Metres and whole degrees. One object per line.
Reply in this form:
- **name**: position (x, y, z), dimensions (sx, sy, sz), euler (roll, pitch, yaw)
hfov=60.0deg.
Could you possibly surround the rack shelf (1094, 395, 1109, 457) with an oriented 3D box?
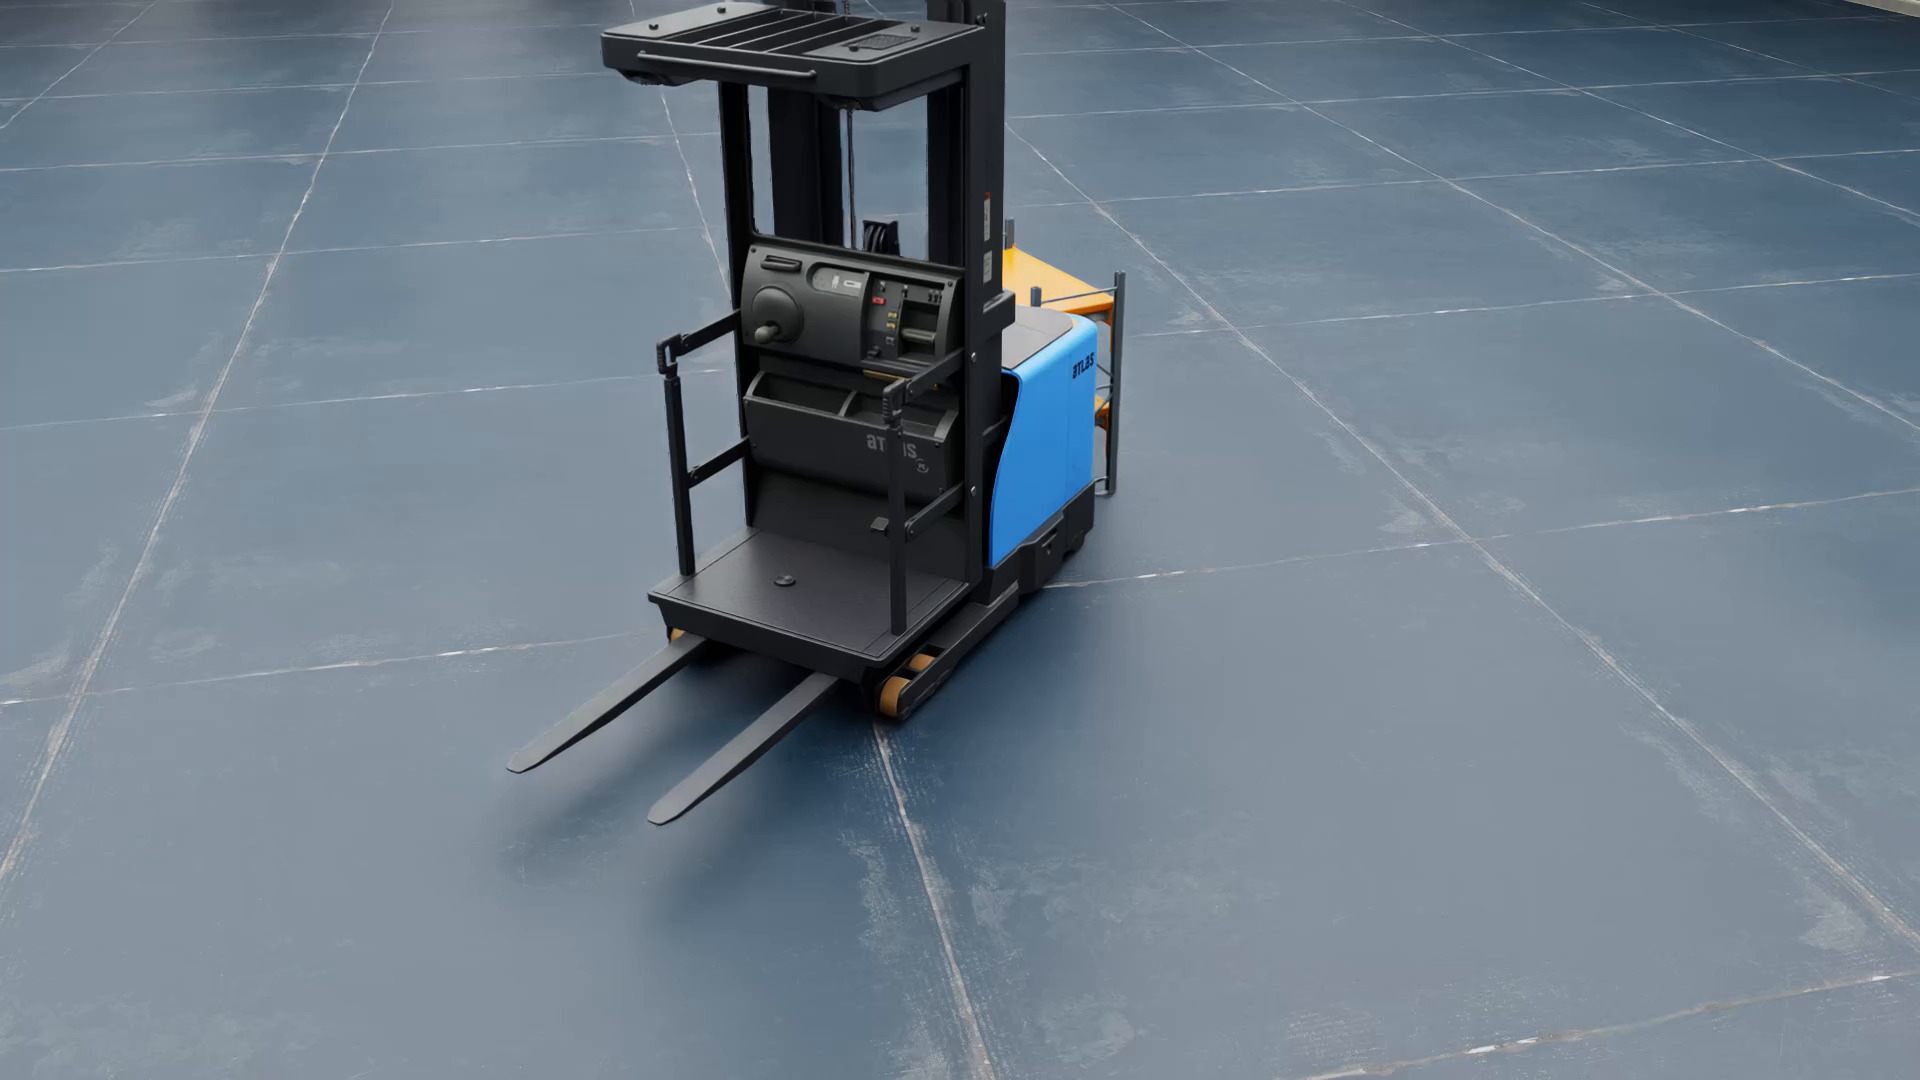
- **rack shelf**: position (0.298, -0.675, 8.381), dimensions (0.538, 0.278, 1.000), euler (-14, 30, -26)

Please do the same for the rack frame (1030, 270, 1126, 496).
- **rack frame**: position (0.544, -0.692, 7.873), dimensions (0.500, 1.125, 0.032), euler (-14, 30, -26)

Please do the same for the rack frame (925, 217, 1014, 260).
- **rack frame**: position (0.053, -1.093, 8.668), dimensions (0.500, 1.125, 0.032), euler (-14, 30, -26)

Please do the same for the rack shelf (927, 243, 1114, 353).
- **rack shelf**: position (0.298, -1.154, 8.139), dimensions (0.538, 0.278, 1.000), euler (-14, 30, -26)

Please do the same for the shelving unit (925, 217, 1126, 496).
- **shelving unit**: position (0.298, -0.893, 8.271), dimensions (0.538, 1.125, 1.048), euler (-14, 30, -26)

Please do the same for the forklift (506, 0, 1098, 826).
- **forklift**: position (-0.534, -0.851, 6.183), dimensions (1.130, 2.935, 3.031), euler (14, 30, 26)
